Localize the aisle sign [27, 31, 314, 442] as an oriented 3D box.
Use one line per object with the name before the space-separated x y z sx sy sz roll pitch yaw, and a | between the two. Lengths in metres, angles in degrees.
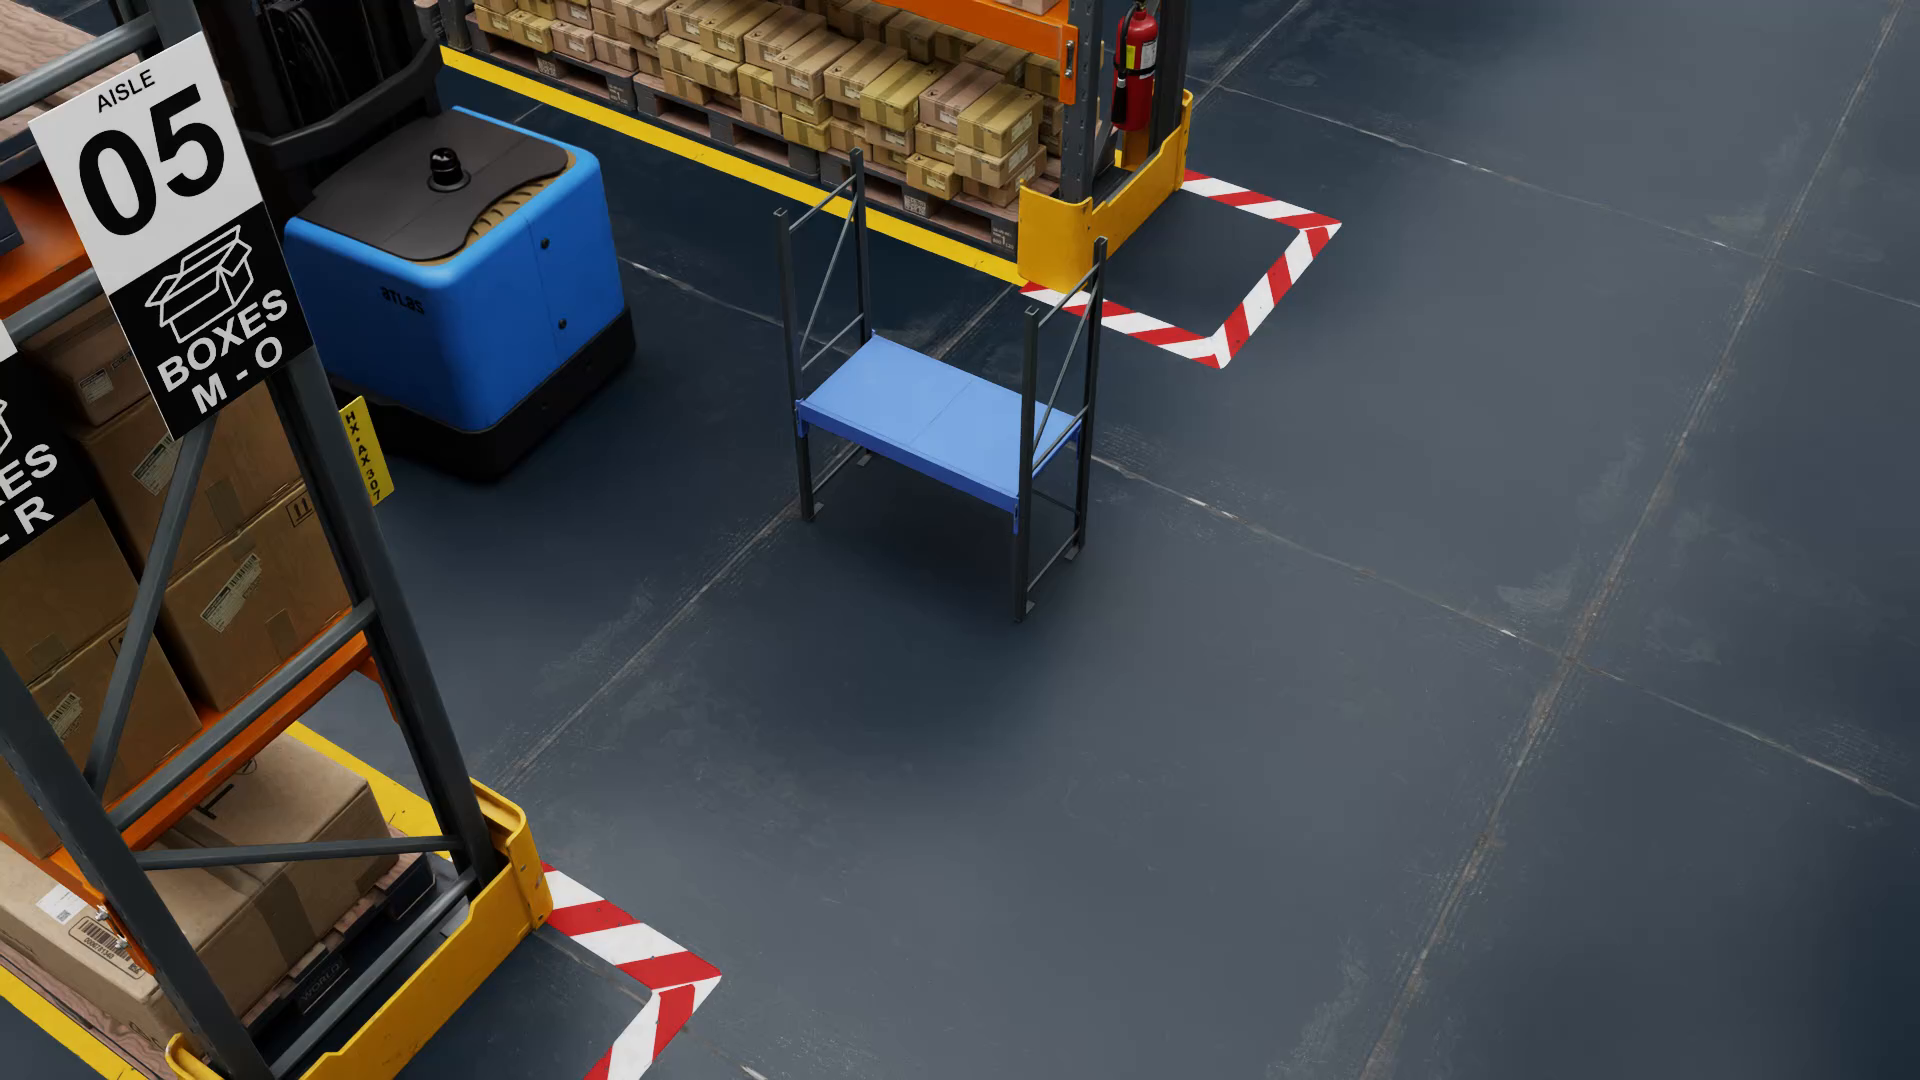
aisle sign | -1.597 -0.607 3.435 0.004 0.787 0.394 25 51 22

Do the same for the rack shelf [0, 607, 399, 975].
rack shelf | -3.497 -0.077 5.235 4.000 0.370 1.077 25 51 22

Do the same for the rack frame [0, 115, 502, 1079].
rack frame | -1.814 0.447 4.225 0.127 3.000 1.000 25 51 22

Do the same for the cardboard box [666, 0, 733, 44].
cardboard box | -1.300 -2.730 8.591 0.250 0.149 0.380 23 50 21

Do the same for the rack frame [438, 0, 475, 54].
rack frame | -2.593 -4.130 8.671 0.127 3.000 1.000 25 51 22

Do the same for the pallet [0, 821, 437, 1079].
pallet | -2.529 1.156 5.480 1.213 0.211 1.003 25 51 22

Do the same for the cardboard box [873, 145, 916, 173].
cardboard box | -0.229 -2.004 8.301 0.250 0.149 0.380 24 51 22

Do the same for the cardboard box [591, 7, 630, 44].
cardboard box | -1.749 -2.830 8.896 0.250 0.149 0.380 22 50 20

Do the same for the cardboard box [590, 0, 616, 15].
cardboard box | -1.744 -2.933 8.789 0.250 0.149 0.380 23 50 21

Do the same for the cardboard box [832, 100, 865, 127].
cardboard box | -0.434 -2.236 8.319 0.250 0.149 0.380 24 51 22

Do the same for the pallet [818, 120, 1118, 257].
pallet | 0.045 -1.974 8.521 1.213 0.211 1.003 25 51 22

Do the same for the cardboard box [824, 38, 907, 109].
cardboard box | -0.460 -2.287 8.161 0.250 0.149 0.380 23 50 21

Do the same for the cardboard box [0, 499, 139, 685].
cardboard box | -2.348 0.020 3.872 0.500 0.500 0.500 26 51 23

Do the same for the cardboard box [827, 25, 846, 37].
cardboard box | -0.665 -2.667 8.738 0.250 0.149 0.380 27 52 24

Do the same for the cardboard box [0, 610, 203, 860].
cardboard box | -2.363 0.385 4.215 0.500 0.500 0.500 25 51 22

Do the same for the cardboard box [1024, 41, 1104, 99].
cardboard box | 0.516 -2.349 8.221 0.250 0.149 0.380 23 50 20

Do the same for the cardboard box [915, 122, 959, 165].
cardboard box | -0.016 -2.003 8.093 0.250 0.149 0.380 24 50 21

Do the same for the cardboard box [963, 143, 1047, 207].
cardboard box | 0.218 -1.812 8.114 0.250 0.149 0.380 26 51 23

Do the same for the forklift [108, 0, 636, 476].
forklift | -2.996 -2.071 6.719 3.031 2.935 1.130 22 50 20

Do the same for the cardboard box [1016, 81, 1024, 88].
cardboard box | 0.271 -2.335 8.415 0.250 0.149 0.380 24 51 22

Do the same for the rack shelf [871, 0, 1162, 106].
rack shelf | -0.910 -3.104 8.177 4.000 0.370 1.077 25 51 22

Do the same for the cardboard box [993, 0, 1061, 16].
cardboard box | 0.347 -2.449 7.213 0.250 0.149 0.380 25 51 22

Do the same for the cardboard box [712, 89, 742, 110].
cardboard box | -1.084 -2.414 8.699 0.250 0.149 0.380 26 51 23

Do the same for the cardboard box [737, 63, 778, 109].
cardboard box | -0.912 -2.373 8.452 0.250 0.149 0.380 27 52 24

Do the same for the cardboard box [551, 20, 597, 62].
cardboard box | -1.999 -2.780 9.054 0.250 0.149 0.380 24 51 22

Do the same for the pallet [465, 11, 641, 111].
pallet | -2.009 -2.919 9.439 1.213 0.211 1.003 25 51 22

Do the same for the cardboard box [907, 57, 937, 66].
cardboard box | -0.140 -2.541 8.616 0.250 0.149 0.380 26 51 23

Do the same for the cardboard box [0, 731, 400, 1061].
cardboard box | -2.423 0.998 5.182 0.875 0.438 0.875 23 50 21

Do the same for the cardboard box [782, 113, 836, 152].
cardboard box | -0.692 -2.153 8.446 0.250 0.149 0.380 23 50 20

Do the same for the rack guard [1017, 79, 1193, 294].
rack guard | 0.710 -1.739 8.091 0.348 0.500 1.175 25 51 22

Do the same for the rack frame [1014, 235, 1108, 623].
rack frame | 0.356 -0.359 6.053 0.032 1.500 0.500 25 51 22

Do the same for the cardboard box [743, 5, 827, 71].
cardboard box | -0.878 -2.526 8.394 0.250 0.149 0.380 23 50 21

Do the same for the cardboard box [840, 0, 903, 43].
cardboard box | -0.406 -2.717 8.579 0.250 0.149 0.380 27 51 24

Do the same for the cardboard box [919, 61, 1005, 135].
cardboard box | 0.011 -2.125 8.004 0.250 0.149 0.380 26 51 23

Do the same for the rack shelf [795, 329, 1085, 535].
rack shelf | -0.072 -0.430 6.373 1.000 0.185 0.538 25 51 22

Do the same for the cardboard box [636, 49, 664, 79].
cardboard box | -1.513 -2.628 8.908 0.250 0.149 0.380 23 50 21

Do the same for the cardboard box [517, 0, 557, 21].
cardboard box | -2.200 -3.009 9.070 0.250 0.149 0.380 25 51 22

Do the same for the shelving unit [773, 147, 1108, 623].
shelving unit | -0.072 -0.556 6.244 1.048 1.500 0.538 25 51 22

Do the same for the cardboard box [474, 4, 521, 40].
cardboard box | -2.460 -2.947 9.218 0.250 0.149 0.380 23 50 20

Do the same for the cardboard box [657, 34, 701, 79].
cardboard box | -1.352 -2.573 8.647 0.250 0.149 0.380 24 51 22

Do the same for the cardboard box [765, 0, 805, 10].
cardboard box | -0.866 -2.886 8.743 0.250 0.149 0.380 25 51 22

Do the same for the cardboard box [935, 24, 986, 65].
cardboard box | 0.076 -2.558 8.424 0.250 0.149 0.380 25 51 22
